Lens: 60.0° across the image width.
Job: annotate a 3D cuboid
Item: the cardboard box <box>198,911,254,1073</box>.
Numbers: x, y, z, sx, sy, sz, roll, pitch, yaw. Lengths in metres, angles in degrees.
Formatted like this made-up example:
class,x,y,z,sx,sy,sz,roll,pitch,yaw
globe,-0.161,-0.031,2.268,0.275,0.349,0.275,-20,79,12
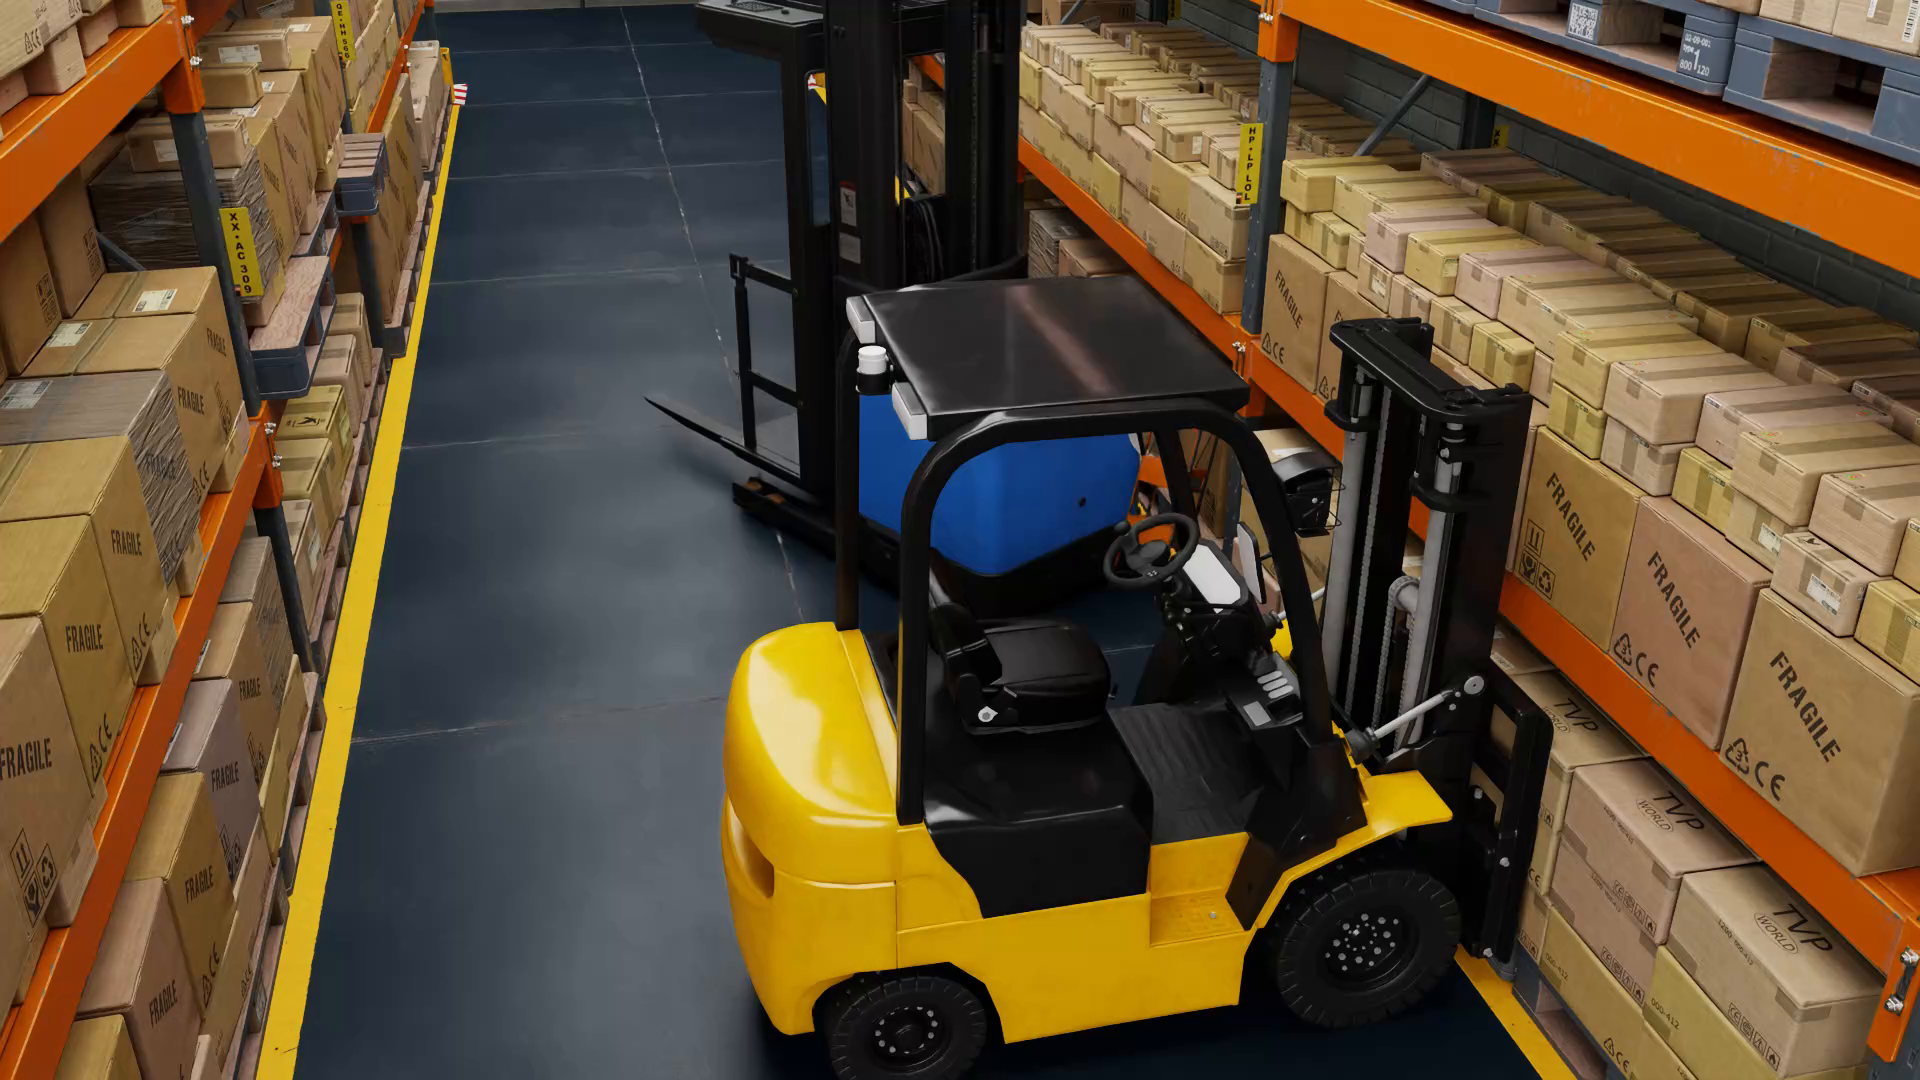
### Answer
class,x,y,z,sx,sy,sz,roll,pitch,yaw
cardboard box,-2.386,1.354,4.823,0.500,0.250,0.500,-4,27,-8

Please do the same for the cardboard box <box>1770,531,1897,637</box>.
class,x,y,z,sx,sy,sz,roll,pitch,yaw
cardboard box,2.167,0.087,3.918,0.380,0.149,0.250,-6,27,-11

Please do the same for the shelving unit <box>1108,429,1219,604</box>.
class,x,y,z,sx,sy,sz,roll,pitch,yaw
shelving unit,0.959,-0.252,7.565,0.252,1.050,0.215,20,12,33

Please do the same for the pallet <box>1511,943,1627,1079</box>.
class,x,y,z,sx,sy,sz,roll,pitch,yaw
pallet,2.391,1.567,4.910,1.003,0.211,1.213,-6,27,-12

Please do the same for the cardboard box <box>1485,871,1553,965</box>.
class,x,y,z,sx,sy,sz,roll,pitch,yaw
cardboard box,1.984,1.080,5.367,0.500,0.250,0.500,-6,27,-11

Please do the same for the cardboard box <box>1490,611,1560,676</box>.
class,x,y,z,sx,sy,sz,roll,pitch,yaw
cardboard box,1.846,0.410,5.585,0.500,0.250,0.500,-7,28,-13

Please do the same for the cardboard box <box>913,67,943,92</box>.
class,x,y,z,sx,sy,sz,roll,pitch,yaw
cardboard box,-0.173,-3.814,13.736,0.380,0.149,0.250,-7,28,-14

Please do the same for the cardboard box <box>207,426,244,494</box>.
class,x,y,z,sx,sy,sz,roll,pitch,yaw
cardboard box,-2.700,-0.265,5.725,0.380,0.149,0.250,-5,27,-10

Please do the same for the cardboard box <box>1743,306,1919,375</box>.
class,x,y,z,sx,sy,sz,roll,pitch,yaw
cardboard box,2.549,-0.564,4.877,0.380,0.149,0.250,-7,28,-13

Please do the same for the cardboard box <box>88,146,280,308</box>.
class,x,y,z,sx,sy,sz,roll,pitch,yaw
cardboard box,-2.959,-1.196,6.384,0.500,0.500,0.500,-5,27,-10

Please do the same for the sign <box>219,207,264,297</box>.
class,x,y,z,sx,sy,sz,roll,pitch,yaw
sign,-2.605,-1.041,6.023,0.100,0.325,0.005,-6,27,-12

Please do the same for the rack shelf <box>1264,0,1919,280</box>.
class,x,y,z,sx,sy,sz,roll,pitch,yaw
rack shelf,2.154,-1.242,4.851,1.077,0.370,4.000,-6,27,-12

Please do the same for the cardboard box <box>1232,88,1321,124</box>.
class,x,y,z,sx,sy,sz,roll,pitch,yaw
cardboard box,1.597,-2.177,8.404,0.380,0.149,0.250,-6,27,-12

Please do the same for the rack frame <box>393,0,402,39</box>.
class,x,y,z,sx,sy,sz,roll,pitch,yaw
rack frame,-4.935,-4.108,13.061,1.000,3.000,0.127,-6,27,-12

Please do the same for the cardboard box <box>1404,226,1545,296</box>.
class,x,y,z,sx,sy,sz,roll,pitch,yaw
cardboard box,1.742,-0.948,5.638,0.380,0.149,0.250,-6,27,-12

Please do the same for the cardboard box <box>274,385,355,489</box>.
class,x,y,z,sx,sy,sz,roll,pitch,yaw
cardboard box,-3.577,-0.461,8.285,0.950,0.372,0.625,-5,27,-10

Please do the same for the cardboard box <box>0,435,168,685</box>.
class,x,y,z,sx,sy,sz,roll,pitch,yaw
cardboard box,-2.426,0.073,4.335,0.500,0.500,0.500,-7,28,-13

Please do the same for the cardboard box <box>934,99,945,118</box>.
class,x,y,z,sx,sy,sz,roll,pitch,yaw
cardboard box,0.003,-3.447,13.338,0.380,0.149,0.250,-6,27,-12

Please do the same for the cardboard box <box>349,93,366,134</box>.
class,x,y,z,sx,sy,sz,roll,pitch,yaw
cardboard box,-3.899,-2.526,10.092,0.500,0.250,0.500,-6,27,-12

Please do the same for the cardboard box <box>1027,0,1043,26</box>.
class,x,y,z,sx,sy,sz,roll,pitch,yaw
cardboard box,0.253,-3.789,11.848,0.797,0.503,0.637,-7,28,-13

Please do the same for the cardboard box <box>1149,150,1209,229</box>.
class,x,y,z,sx,sy,sz,roll,pitch,yaw
cardboard box,1.220,-1.673,7.847,0.500,0.250,0.500,-7,28,-13

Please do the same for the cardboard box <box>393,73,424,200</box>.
class,x,y,z,sx,sy,sz,roll,pitch,yaw
cardboard box,-4.718,-3.083,12.922,0.875,0.875,0.875,-5,27,-10

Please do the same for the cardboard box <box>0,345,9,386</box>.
class,x,y,z,sx,sy,sz,roll,pitch,yaw
cardboard box,-3.064,-0.555,4.471,0.700,0.500,0.500,-7,28,-13

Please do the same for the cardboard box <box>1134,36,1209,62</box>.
class,x,y,z,sx,sy,sz,roll,pitch,yaw
cardboard box,1.239,-2.847,9.730,0.380,0.149,0.250,-6,27,-12

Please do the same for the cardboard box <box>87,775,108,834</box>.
class,x,y,z,sx,sy,sz,roll,pitch,yaw
cardboard box,-2.261,0.641,3.929,0.380,0.149,0.250,-5,27,-10

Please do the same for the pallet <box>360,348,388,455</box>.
class,x,y,z,sx,sy,sz,roll,pitch,yaw
pallet,-3.859,-0.764,9.530,1.003,0.211,1.213,-6,27,-12

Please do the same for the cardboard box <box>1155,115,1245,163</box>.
class,x,y,z,sx,sy,sz,roll,pitch,yaw
cardboard box,1.141,-1.890,7.835,0.380,0.149,0.250,-7,28,-13

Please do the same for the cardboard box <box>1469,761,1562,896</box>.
class,x,y,z,sx,sy,sz,roll,pitch,yaw
cardboard box,1.951,0.843,5.281,0.500,0.250,0.500,-7,28,-13

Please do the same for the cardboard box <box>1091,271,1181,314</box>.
class,x,y,z,sx,sy,sz,roll,pitch,yaw
cardboard box,1.235,-1.129,9.326,0.875,0.625,0.625,-7,28,-14

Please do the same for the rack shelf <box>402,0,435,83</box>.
class,x,y,z,sx,sy,sz,roll,pitch,yaw
rack shelf,-5.386,-4.665,14.962,1.077,0.370,4.000,-6,27,-12

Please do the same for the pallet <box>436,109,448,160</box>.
class,x,y,z,sx,sy,sz,roll,pitch,yaw
pallet,-5.309,-3.742,15.429,1.003,0.211,1.213,-6,27,-12

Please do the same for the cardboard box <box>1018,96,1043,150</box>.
class,x,y,z,sx,sy,sz,roll,pitch,yaw
cardboard box,0.663,-2.571,10.182,0.500,0.250,0.500,-6,27,-11

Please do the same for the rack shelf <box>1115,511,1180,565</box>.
class,x,y,z,sx,sy,sz,roll,pitch,yaw
rack shelf,0.892,0.024,7.614,0.240,0.259,0.215,20,12,33

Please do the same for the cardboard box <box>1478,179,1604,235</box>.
class,x,y,z,sx,sy,sz,roll,pitch,yaw
cardboard box,2.158,-1.230,6.198,0.380,0.149,0.250,-6,27,-12

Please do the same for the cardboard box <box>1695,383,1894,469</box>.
class,x,y,z,sx,sy,sz,roll,pitch,yaw
cardboard box,2.163,-0.283,4.321,0.380,0.149,0.250,-6,27,-11

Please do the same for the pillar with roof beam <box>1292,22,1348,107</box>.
class,x,y,z,sx,sy,sz,roll,pitch,yaw
pillar with roof beam,-2.221,-4.618,7.413,9.100,9.000,0.400,-6,27,-12

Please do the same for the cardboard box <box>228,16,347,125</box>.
class,x,y,z,sx,sy,sz,roll,pitch,yaw
cardboard box,-3.660,-2.546,9.058,0.500,0.500,0.500,-7,28,-13

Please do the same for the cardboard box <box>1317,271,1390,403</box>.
class,x,y,z,sx,sy,sz,roll,pitch,yaw
cardboard box,1.682,-0.698,6.194,0.500,0.500,0.500,-5,27,-11

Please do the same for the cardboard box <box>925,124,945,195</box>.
class,x,y,z,sx,sy,sz,roll,pitch,yaw
cardboard box,0.028,-2.998,13.169,0.500,0.500,0.500,-7,28,-13

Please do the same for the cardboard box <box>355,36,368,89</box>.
class,x,y,z,sx,sy,sz,roll,pitch,yaw
cardboard box,-4.023,-2.983,10.443,0.500,0.250,0.500,-5,27,-10

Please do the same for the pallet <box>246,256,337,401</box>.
class,x,y,z,sx,sy,sz,roll,pitch,yaw
pallet,-3.163,-0.861,6.840,1.003,0.211,1.213,-6,27,-12

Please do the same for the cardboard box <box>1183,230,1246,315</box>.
class,x,y,z,sx,sy,sz,roll,pitch,yaw
cardboard box,1.334,-1.230,7.524,0.500,0.250,0.500,-5,27,-10

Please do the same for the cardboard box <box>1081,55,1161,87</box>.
class,x,y,z,sx,sy,sz,roll,pitch,yaw
cardboard box,0.888,-2.574,9.191,0.380,0.149,0.250,-6,27,-11

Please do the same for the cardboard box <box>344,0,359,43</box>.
class,x,y,z,sx,sy,sz,roll,pitch,yaw
cardboard box,-4.028,-3.302,10.241,0.500,0.500,0.500,-6,27,-11

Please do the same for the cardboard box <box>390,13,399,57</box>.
class,x,y,z,sx,sy,sz,roll,pitch,yaw
cardboard box,-4.589,-3.870,12.755,0.500,0.250,0.500,-7,28,-13

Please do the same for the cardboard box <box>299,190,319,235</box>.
class,x,y,z,sx,sy,sz,roll,pitch,yaw
cardboard box,-3.216,-1.521,7.748,0.380,0.149,0.250,-5,27,-10

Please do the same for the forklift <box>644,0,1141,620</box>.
class,x,y,z,sx,sy,sz,roll,pitch,yaw
forklift,-0.511,-1.517,8.003,1.130,2.935,3.031,-22,34,-37

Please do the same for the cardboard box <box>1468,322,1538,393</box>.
class,x,y,z,sx,sy,sz,roll,pitch,yaw
cardboard box,1.847,-0.589,5.257,0.380,0.149,0.250,-7,28,-13

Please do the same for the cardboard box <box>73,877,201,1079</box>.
class,x,y,z,sx,sy,sz,roll,pitch,yaw
cardboard box,-2.271,1.243,4.211,0.500,0.500,0.500,-7,28,-14

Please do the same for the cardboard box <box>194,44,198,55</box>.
class,x,y,z,sx,sy,sz,roll,pitch,yaw
cardboard box,-4.034,-2.268,8.508,0.500,0.500,0.500,-5,27,-9

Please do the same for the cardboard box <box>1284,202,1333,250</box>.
class,x,y,z,sx,sy,sz,roll,pitch,yaw
cardboard box,1.518,-1.270,6.606,0.380,0.149,0.250,-6,27,-12
